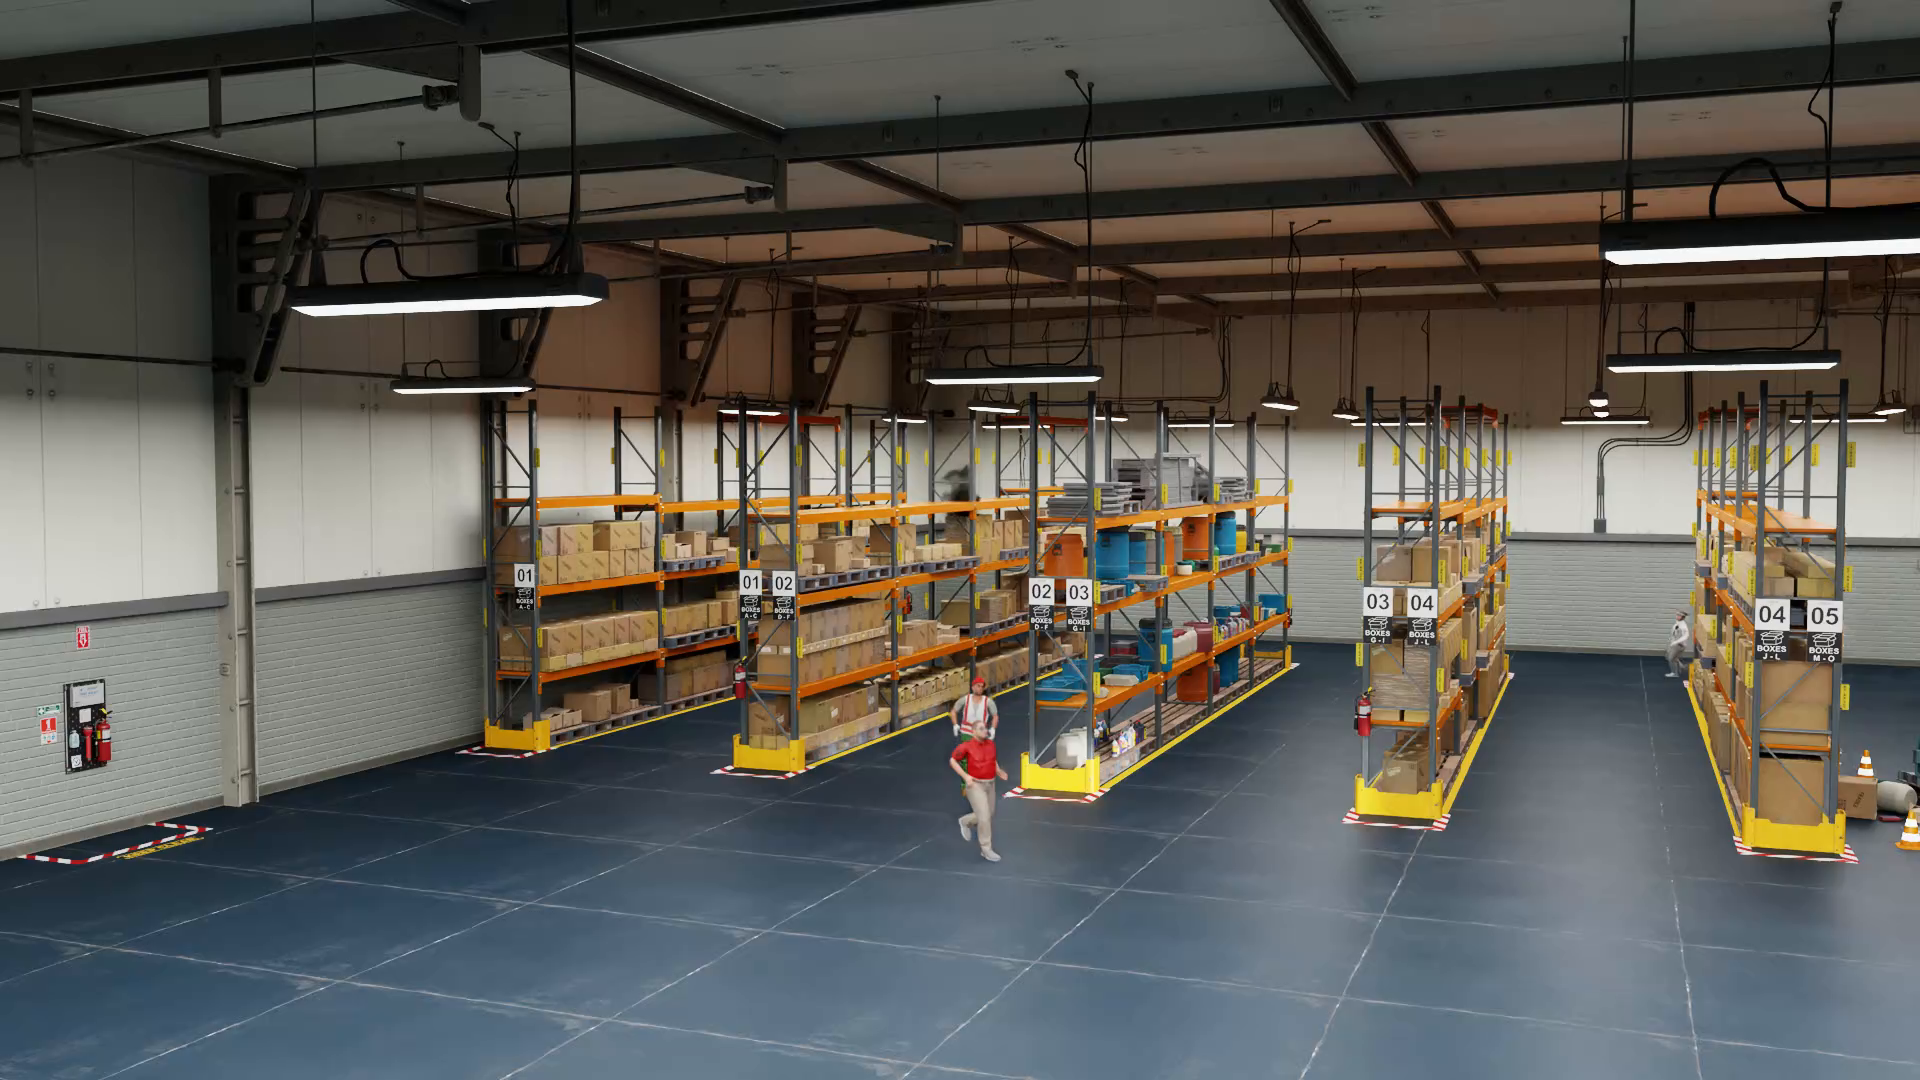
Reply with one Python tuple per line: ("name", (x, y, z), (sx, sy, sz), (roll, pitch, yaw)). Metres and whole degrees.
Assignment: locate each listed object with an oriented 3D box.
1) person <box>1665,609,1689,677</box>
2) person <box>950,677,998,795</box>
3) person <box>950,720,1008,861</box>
("person", (16.275, 2.347, 37.664), (0.471, 1.588, 0.768), (0, 3, 5))
("person", (0.214, 2.915, 24.848), (0.718, 1.739, 0.520), (0, 3, -2))
("person", (0.220, 3.132, 20.970), (0.663, 1.719, 0.857), (-3, 4, -42))
